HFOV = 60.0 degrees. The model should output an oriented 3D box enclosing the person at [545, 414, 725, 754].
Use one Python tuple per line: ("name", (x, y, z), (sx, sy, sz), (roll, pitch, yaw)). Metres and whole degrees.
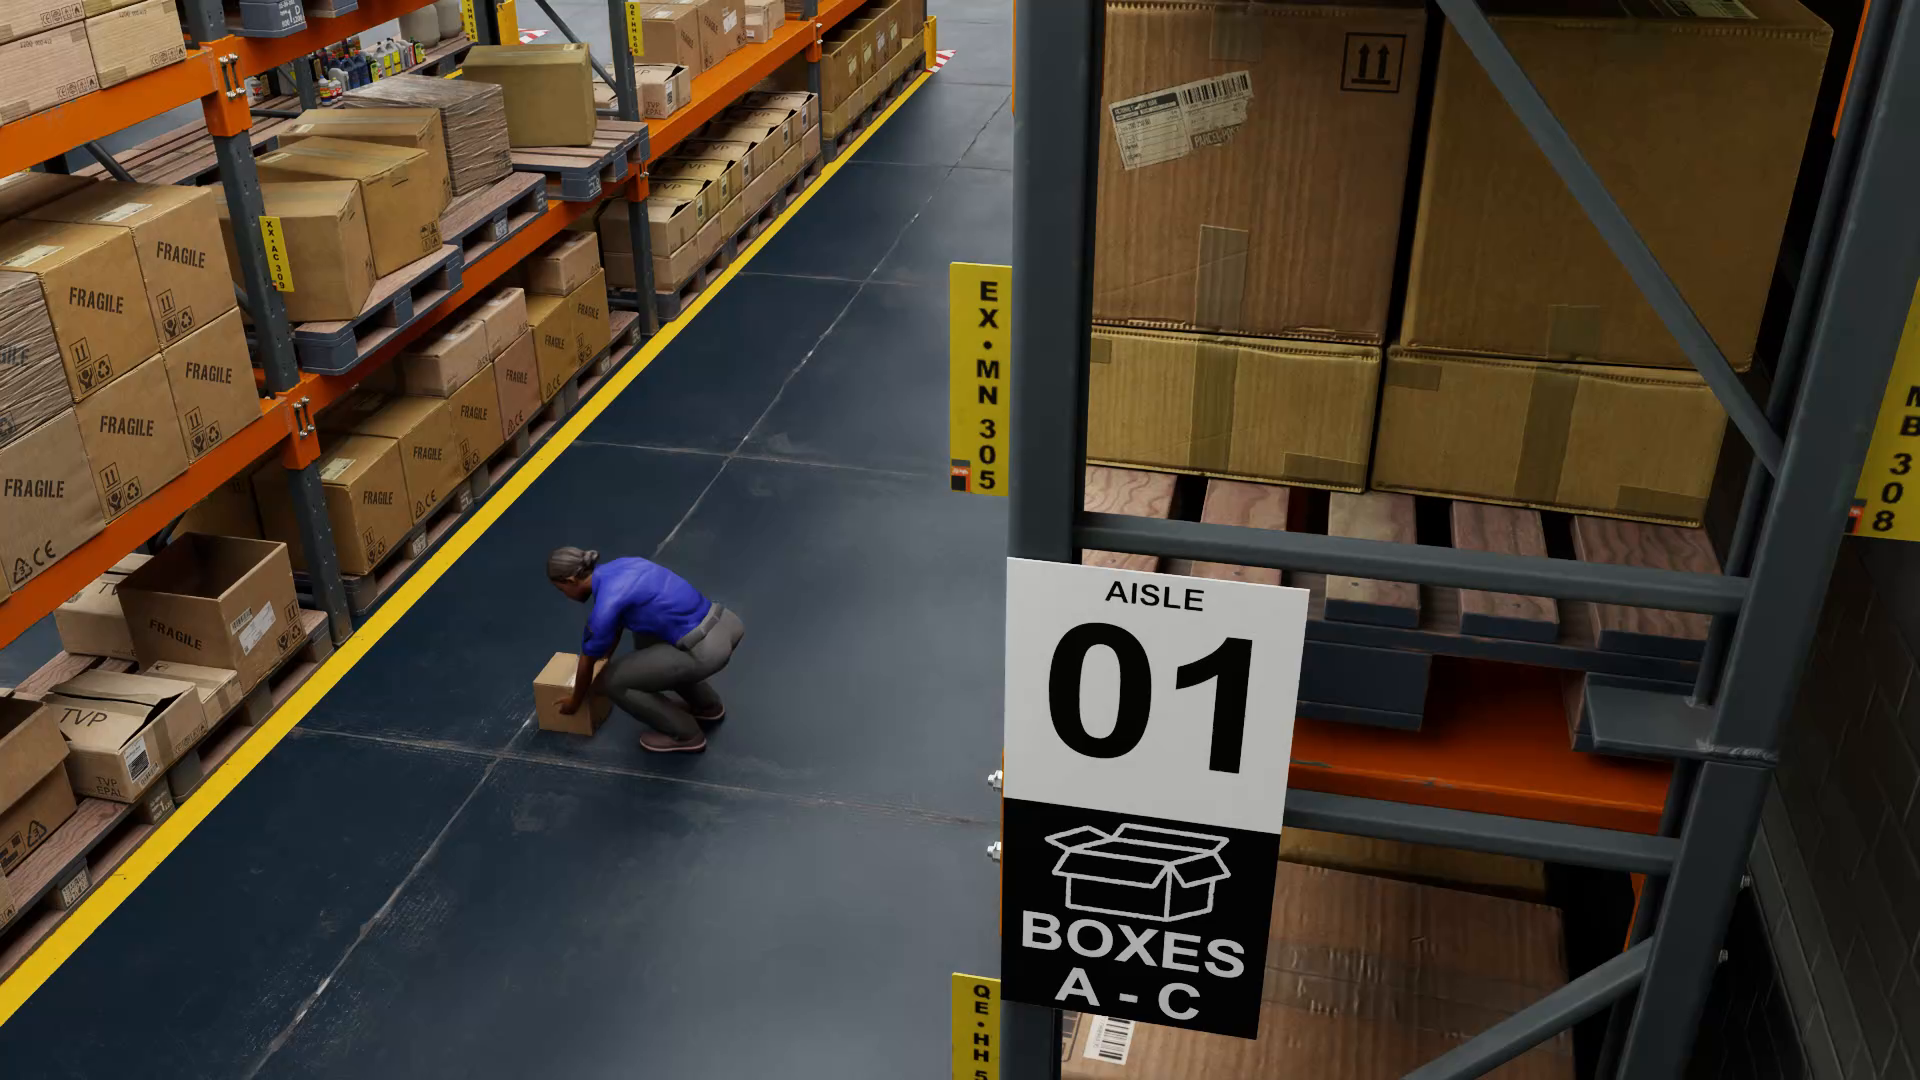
("person", (-1.343, 0.178, 6.981), (0.657, 1.501, 0.409), (5, 29, 10))
